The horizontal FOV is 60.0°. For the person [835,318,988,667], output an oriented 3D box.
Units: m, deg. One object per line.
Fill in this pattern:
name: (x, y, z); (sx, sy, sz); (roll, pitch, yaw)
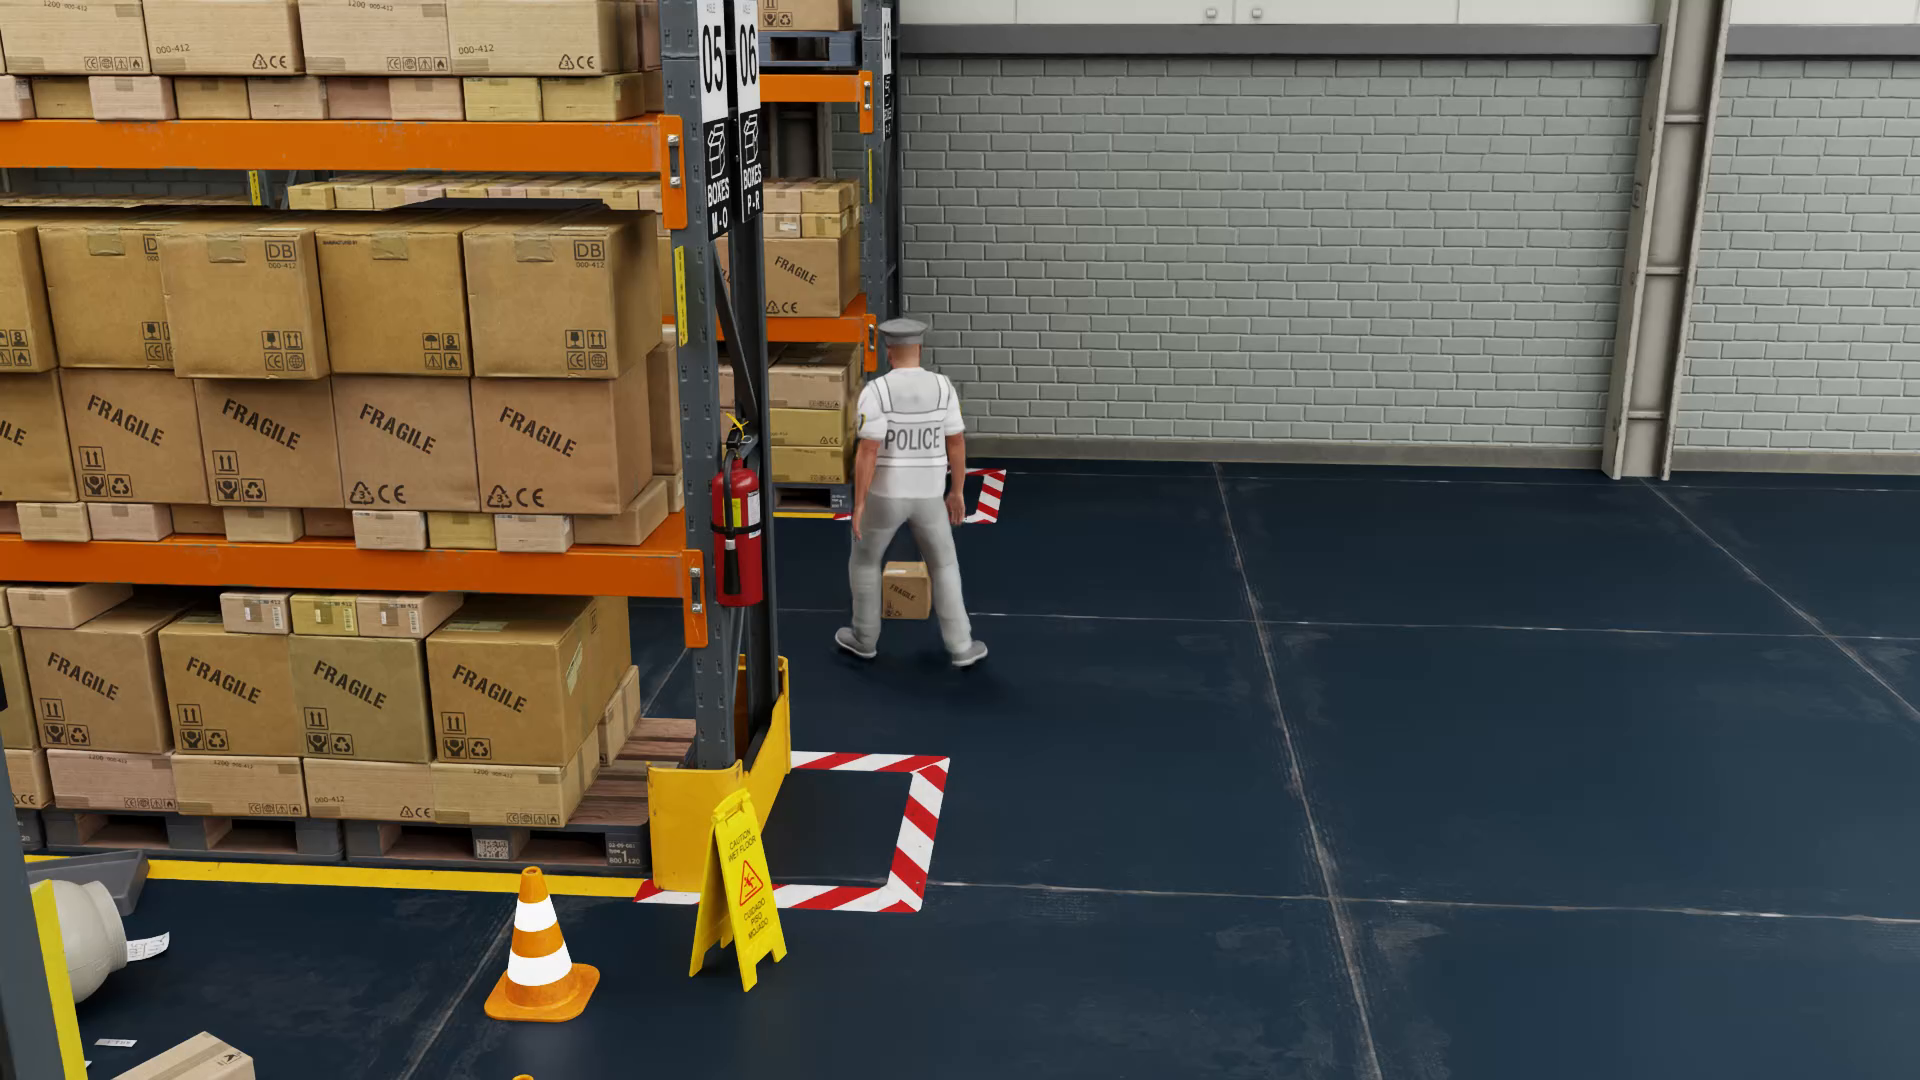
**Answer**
person: (-0.235, -0.227, 8.243); (0.683, 1.715, 0.718); (-6, 18, -19)
